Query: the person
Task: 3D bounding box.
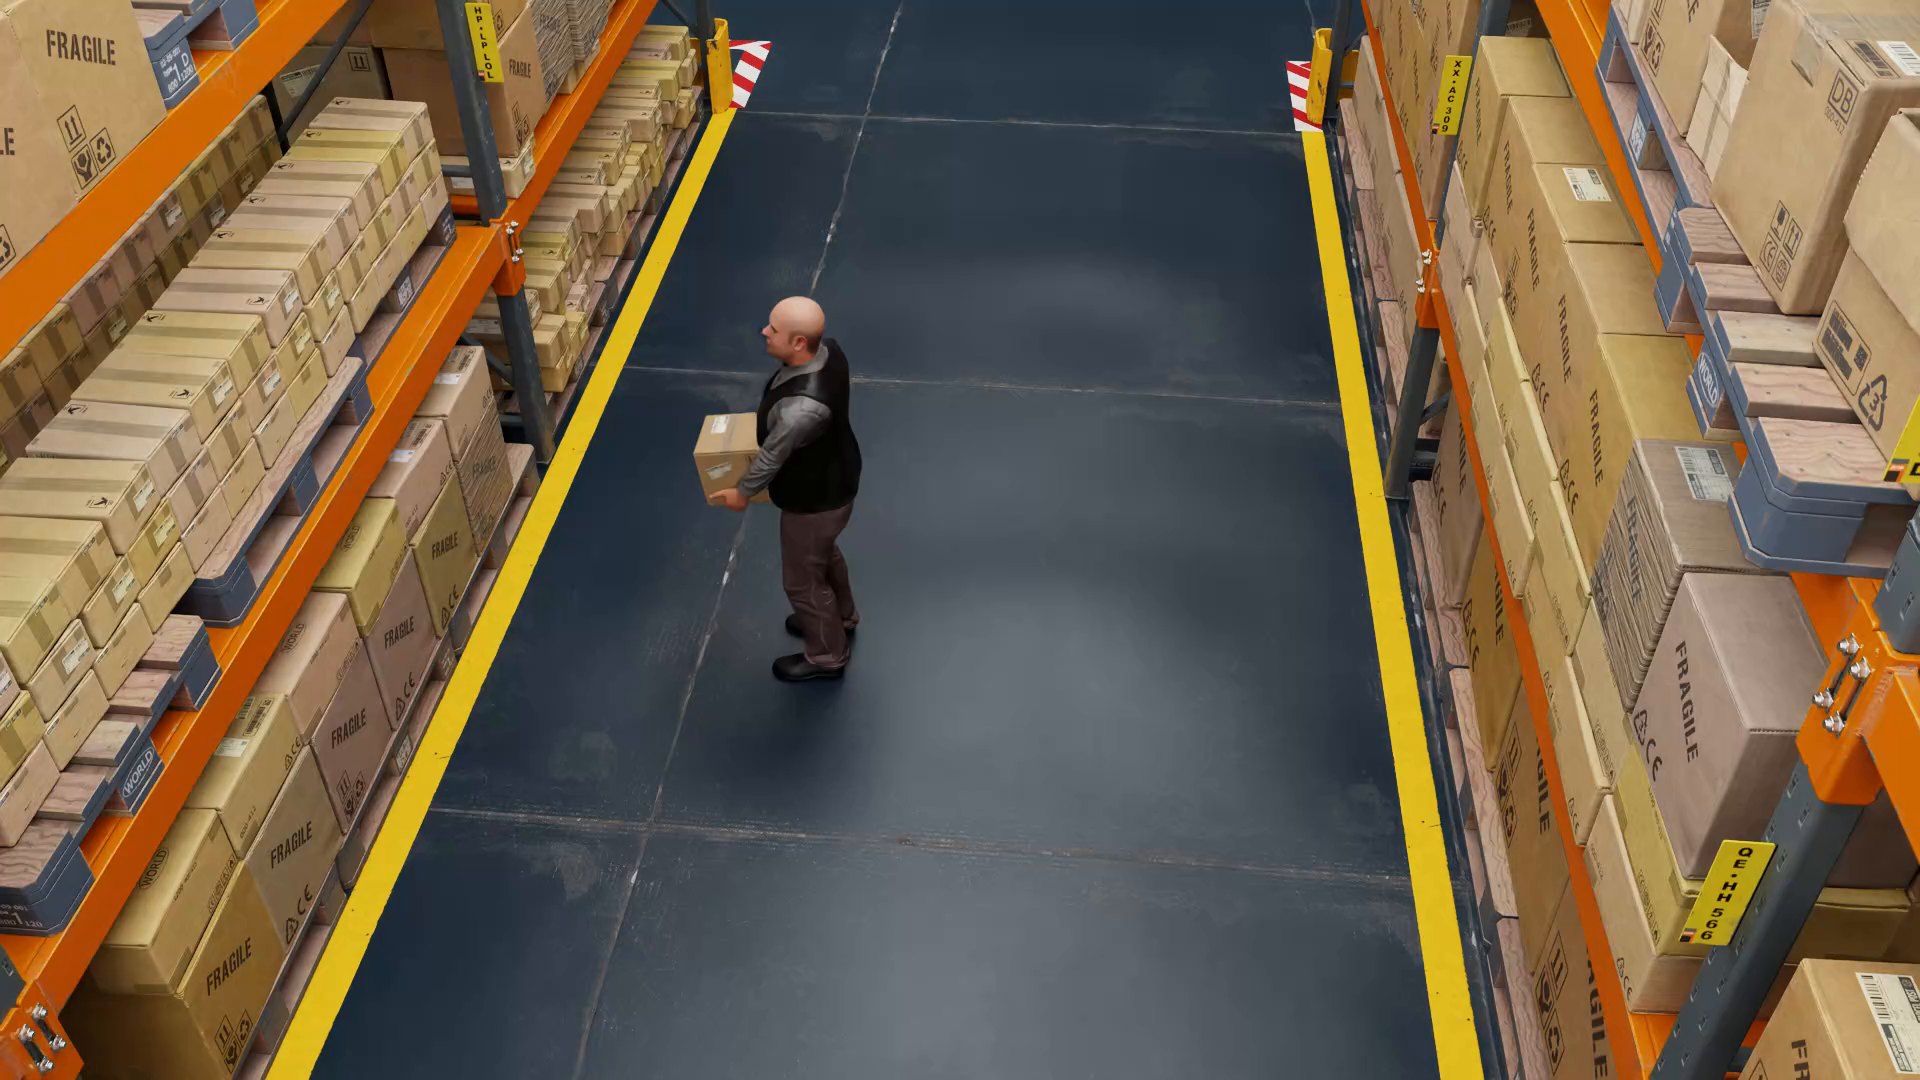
[{"bbox_3d":[-0.662,-0.189,6.406,0.560,1.721,0.495,3,40,3],"label":"person"}]
